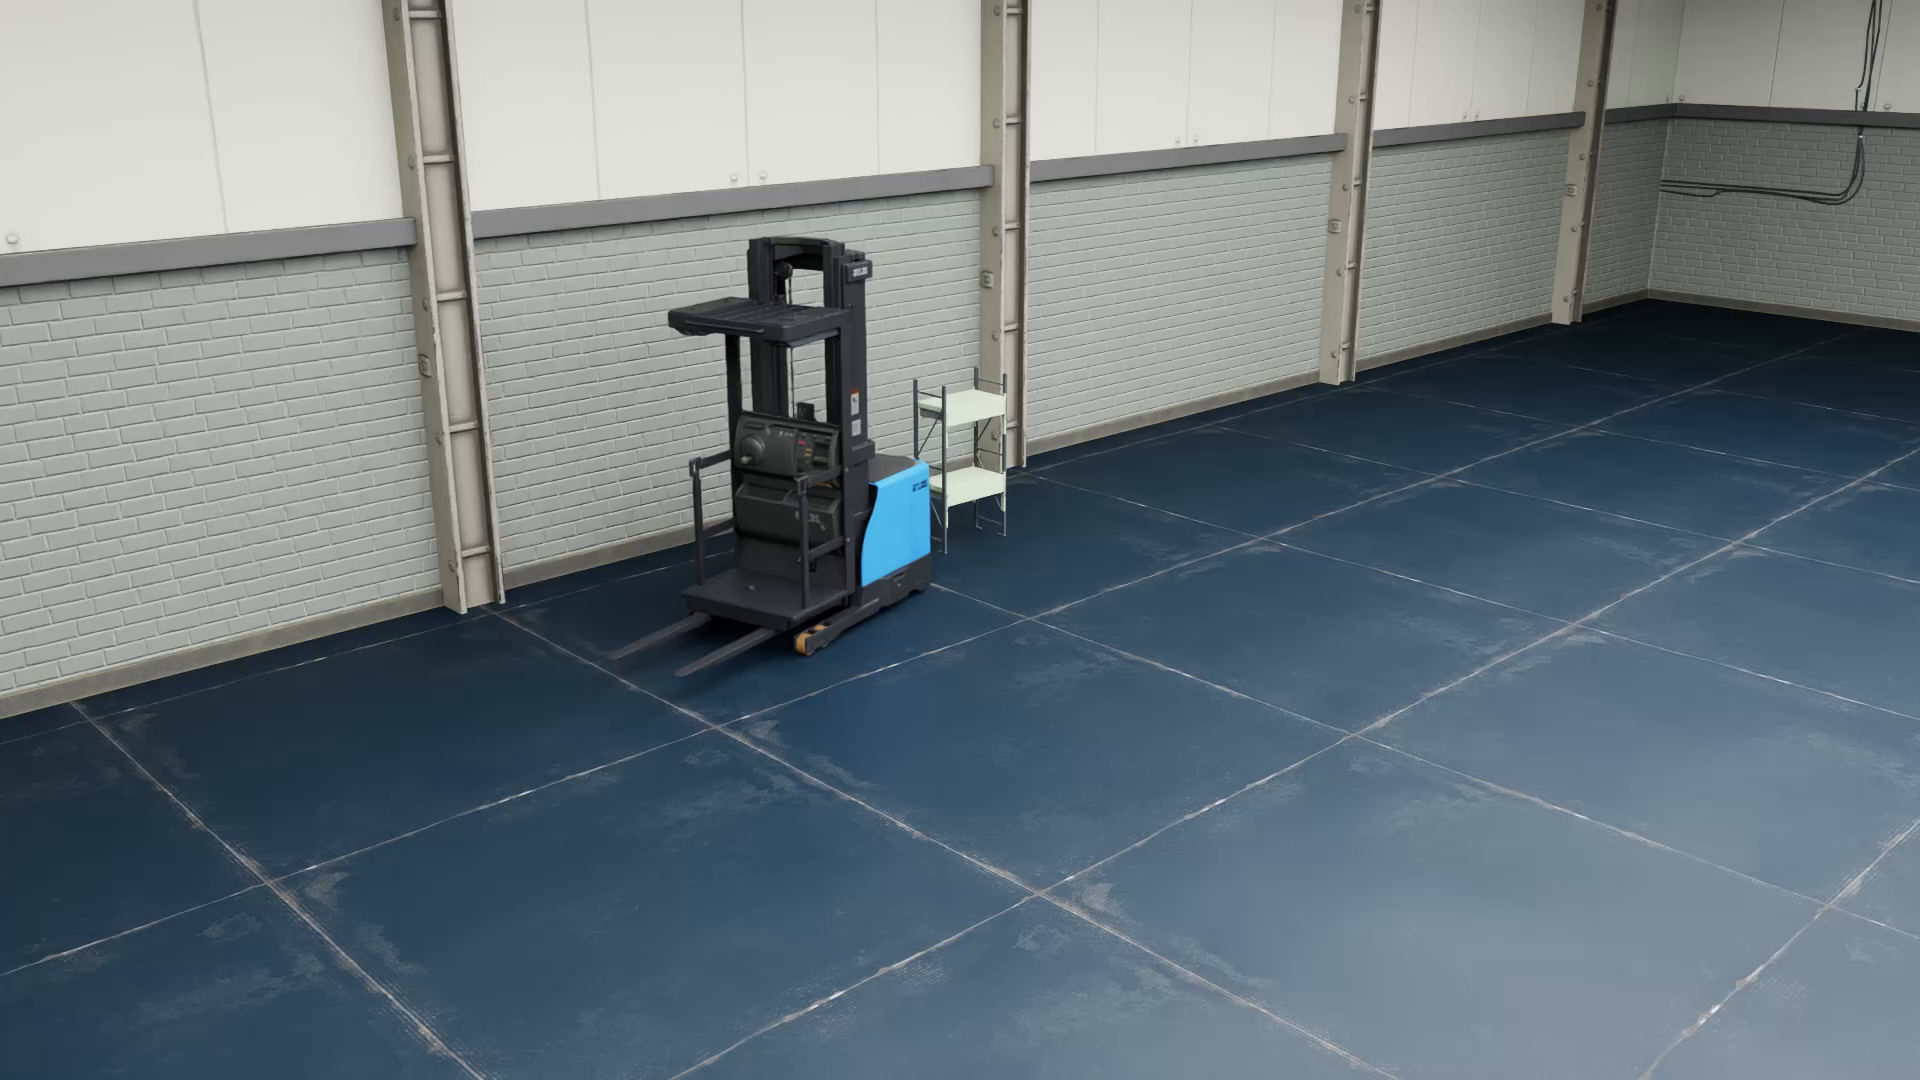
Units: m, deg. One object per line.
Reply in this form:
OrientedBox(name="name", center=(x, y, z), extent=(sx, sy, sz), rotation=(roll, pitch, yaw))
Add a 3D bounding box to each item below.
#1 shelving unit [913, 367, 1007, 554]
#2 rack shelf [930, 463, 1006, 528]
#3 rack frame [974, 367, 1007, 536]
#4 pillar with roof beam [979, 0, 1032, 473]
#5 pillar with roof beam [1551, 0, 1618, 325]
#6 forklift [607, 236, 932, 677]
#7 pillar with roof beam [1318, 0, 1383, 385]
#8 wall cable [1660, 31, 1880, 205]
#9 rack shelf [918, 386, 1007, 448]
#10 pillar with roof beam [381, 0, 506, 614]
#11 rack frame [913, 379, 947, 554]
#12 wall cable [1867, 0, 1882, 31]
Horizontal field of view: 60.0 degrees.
OrientedBox(name="shelving unit", center=(0.005, -0.715, 14.758), extent=(0.755, 1.500, 0.431), rotation=(-16, 24, -41))
OrientedBox(name="rack shelf", center=(0.005, -0.405, 14.858), extent=(0.720, 0.370, 0.431), rotation=(-16, 24, -41))
OrientedBox(name="rack frame", center=(0.271, -0.792, 14.997), extent=(0.023, 1.500, 0.400), rotation=(-16, 24, -41))
OrientedBox(name="pillar with roof beam", center=(3.402, -4.076, 12.967), extent=(0.400, 9.000, 9.100), rotation=(-16, 24, -41))
OrientedBox(name="pillar with roof beam", center=(12.122, -6.619, 20.809), extent=(0.400, 9.000, 9.100), rotation=(-16, 24, -41))
OrientedBox(name="forklift", center=(-1.423, -0.700, 12.390), extent=(1.130, 2.935, 3.031), rotation=(11, 21, 29))
OrientedBox(name="pillar with roof beam", center=(7.762, -5.348, 16.888), extent=(0.400, 9.000, 9.100), rotation=(-16, 24, -41))
OrientedBox(name="wall cable", center=(12.213, -6.435, 25.275), extent=(0.112, 2.526, 3.097), rotation=(-16, 24, -41))
OrientedBox(name="rack shelf", center=(0.005, -1.086, 14.637), extent=(0.720, 0.370, 0.431), rotation=(-16, 24, -41))
OrientedBox(name="pillar with roof beam", center=(-0.957, -2.805, 9.046), extent=(0.400, 9.000, 9.100), rotation=(-16, 24, -41))
OrientedBox(name="rack frame", center=(-0.261, -0.637, 14.519), extent=(0.023, 1.500, 0.400), rotation=(-16, 24, -41))
OrientedBox(name="wall cable", center=(14.072, -8.231, 22.627), extent=(0.112, 2.526, 3.097), rotation=(-16, 24, -41))
